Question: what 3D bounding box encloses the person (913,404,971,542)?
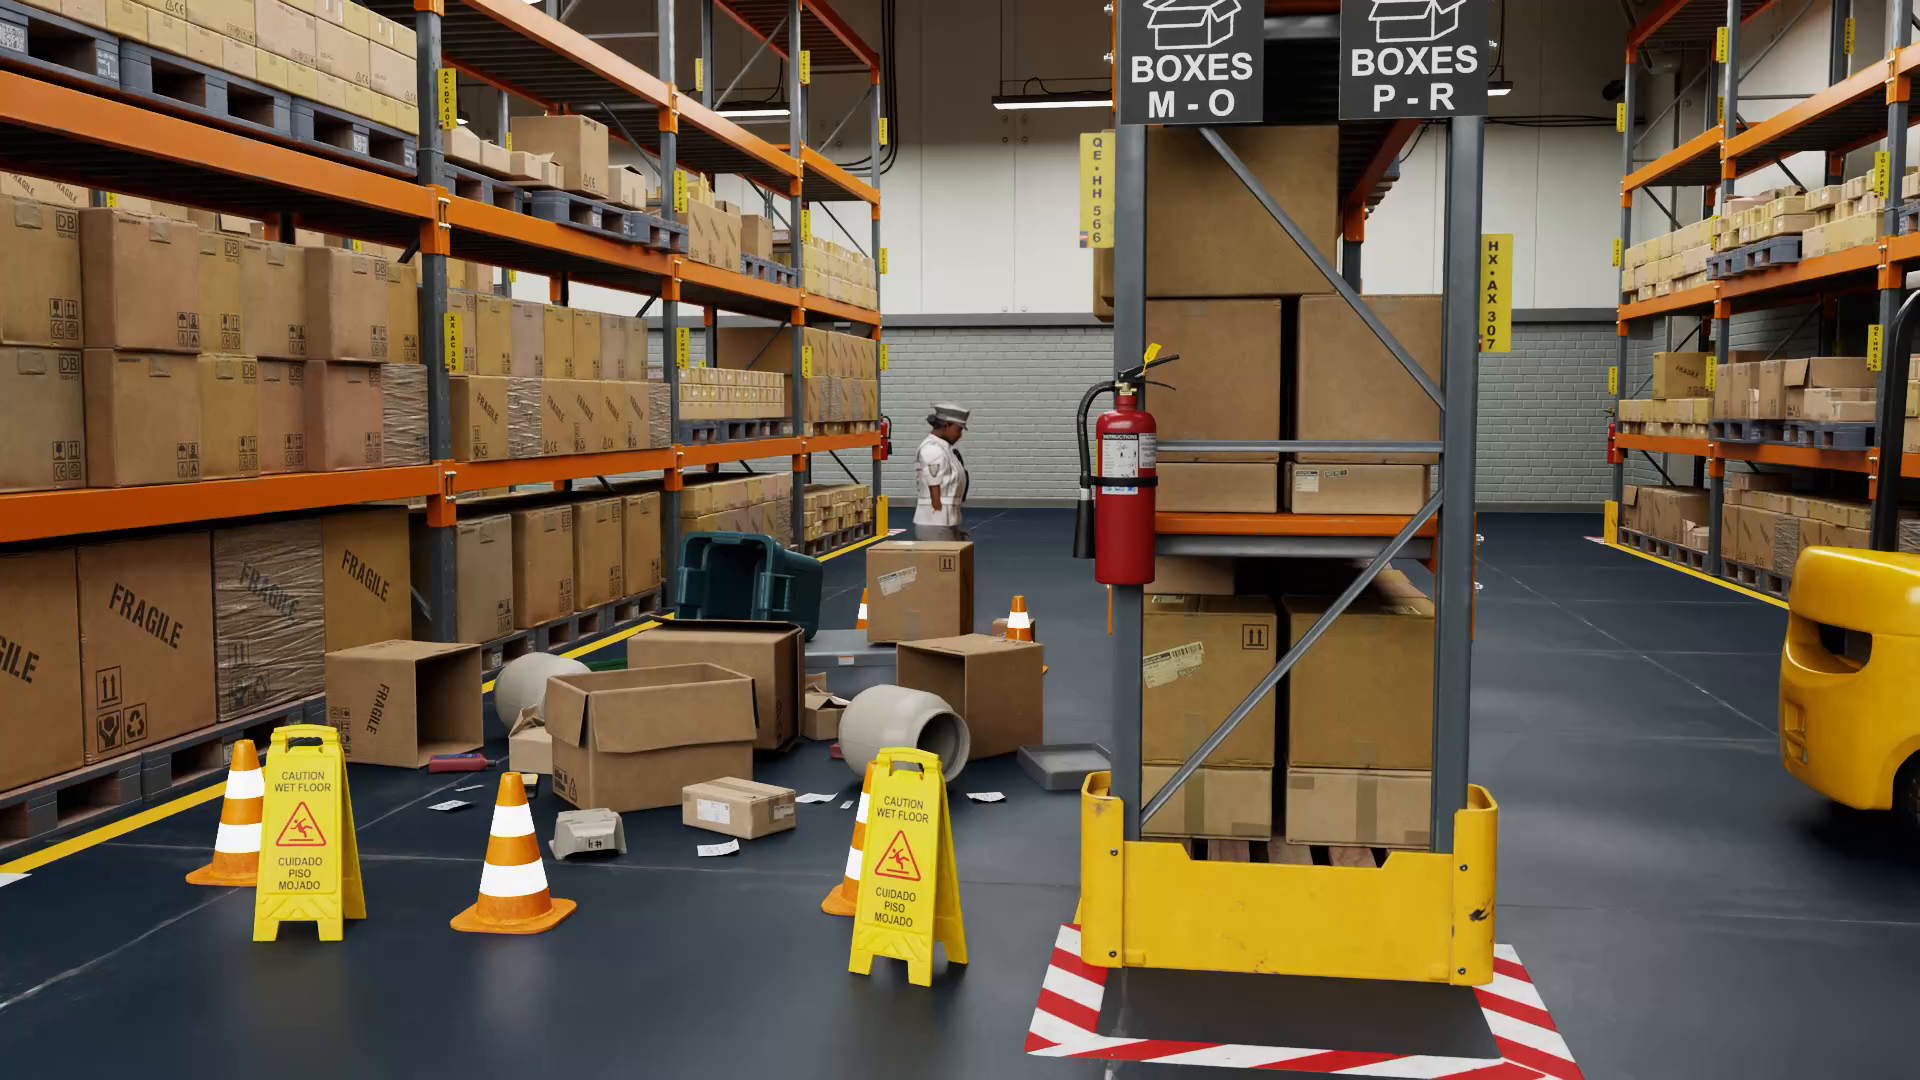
[{"bbox_3d":[-0.112,-0.052,10.725,0.365,1.650,0.444,1,5,10],"label":"person"}]
